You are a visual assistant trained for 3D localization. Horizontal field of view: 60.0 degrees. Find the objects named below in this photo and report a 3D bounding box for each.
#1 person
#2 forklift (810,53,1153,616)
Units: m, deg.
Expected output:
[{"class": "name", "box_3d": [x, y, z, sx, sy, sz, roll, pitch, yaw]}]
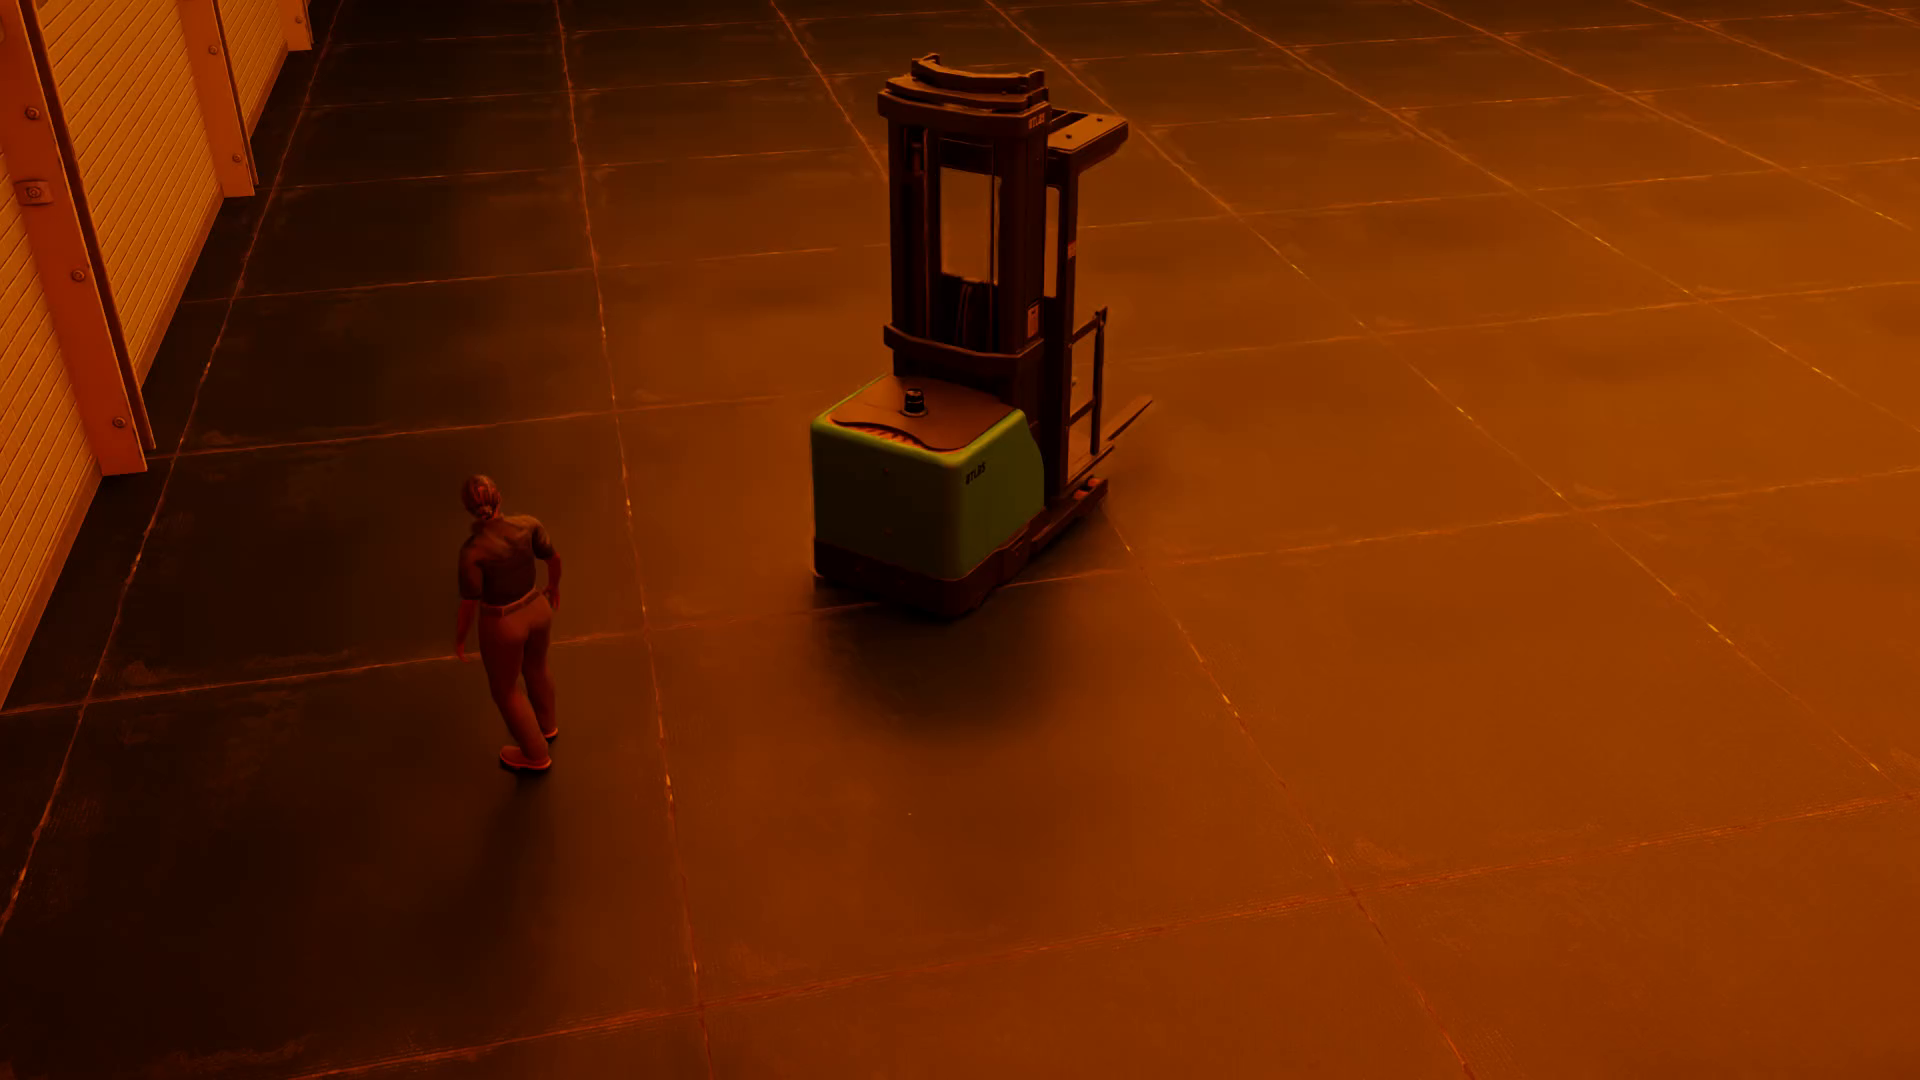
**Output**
[{"class": "person", "box_3d": [-2.260, 0.376, 8.204, 0.472, 1.654, 0.631, 20, 35, 30]}, {"class": "forklift", "box_3d": [0.310, -1.533, 10.222, 1.130, 2.935, 3.031, 17, 34, 26]}]
